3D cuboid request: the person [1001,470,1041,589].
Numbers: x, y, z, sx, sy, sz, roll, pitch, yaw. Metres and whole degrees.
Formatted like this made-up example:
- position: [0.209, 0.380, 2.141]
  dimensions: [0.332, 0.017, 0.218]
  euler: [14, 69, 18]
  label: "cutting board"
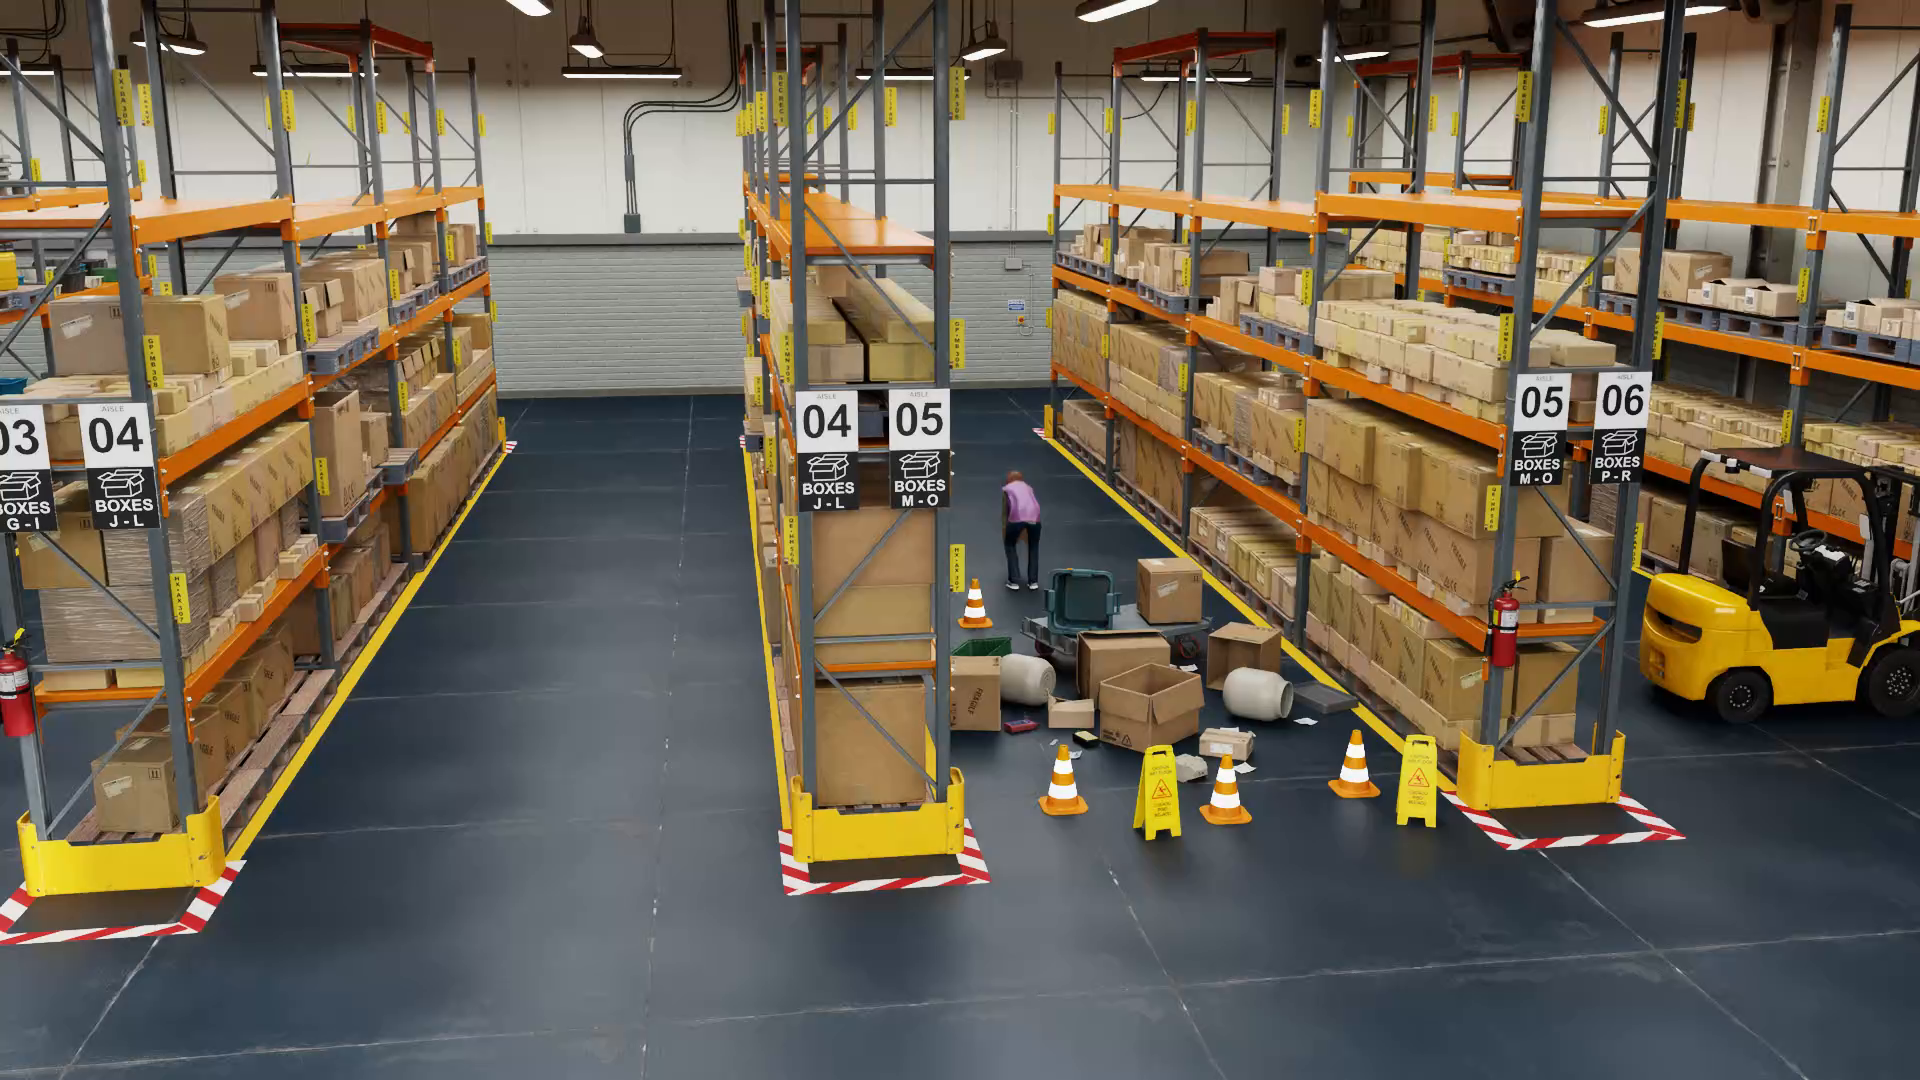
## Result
- position: [0.659, -0.112, 18.289]
  dimensions: [0.390, 1.226, 0.811]
  euler: [-2, 14, -10]
  label: "person"
